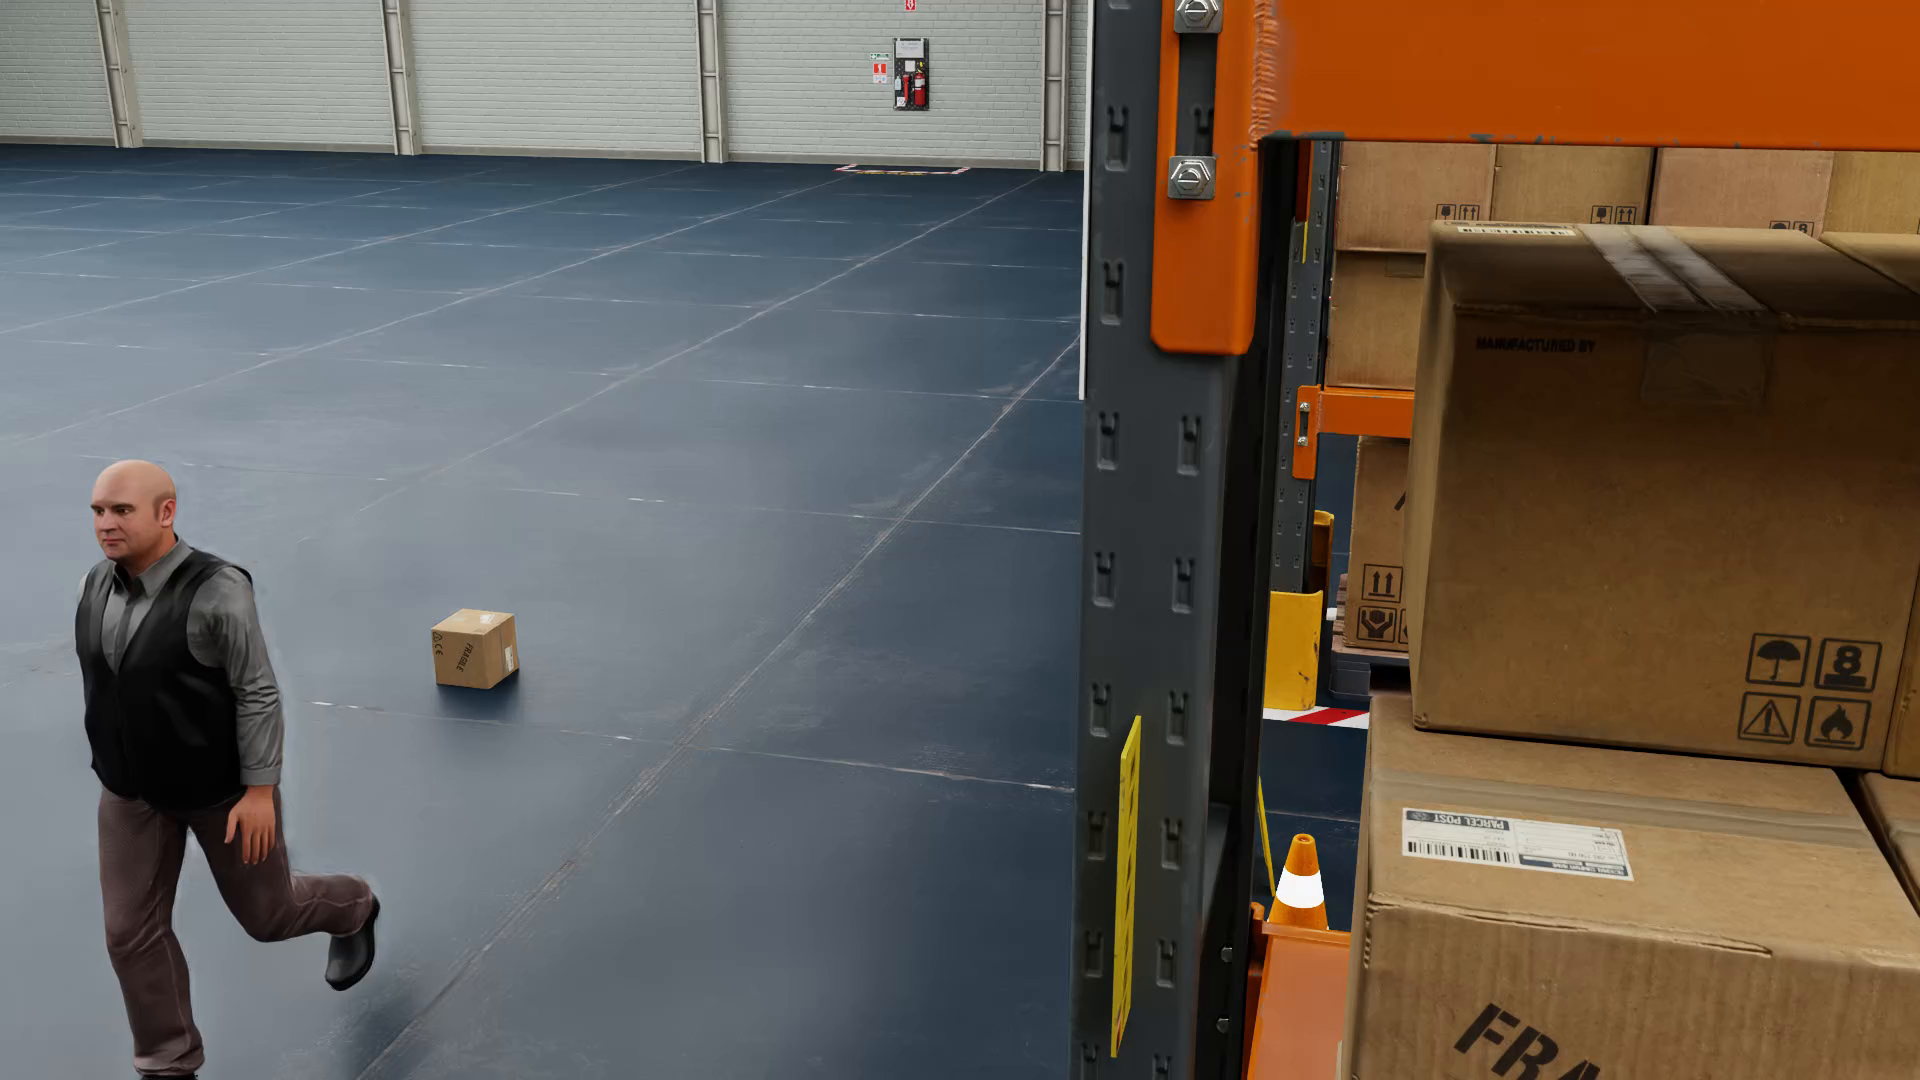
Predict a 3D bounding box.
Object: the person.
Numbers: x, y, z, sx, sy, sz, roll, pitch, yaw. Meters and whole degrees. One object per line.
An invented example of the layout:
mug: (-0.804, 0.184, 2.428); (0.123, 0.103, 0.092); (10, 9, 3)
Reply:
person: (-1.928, 0.591, 4.290); (0.548, 1.687, 0.926); (4, 19, 11)
